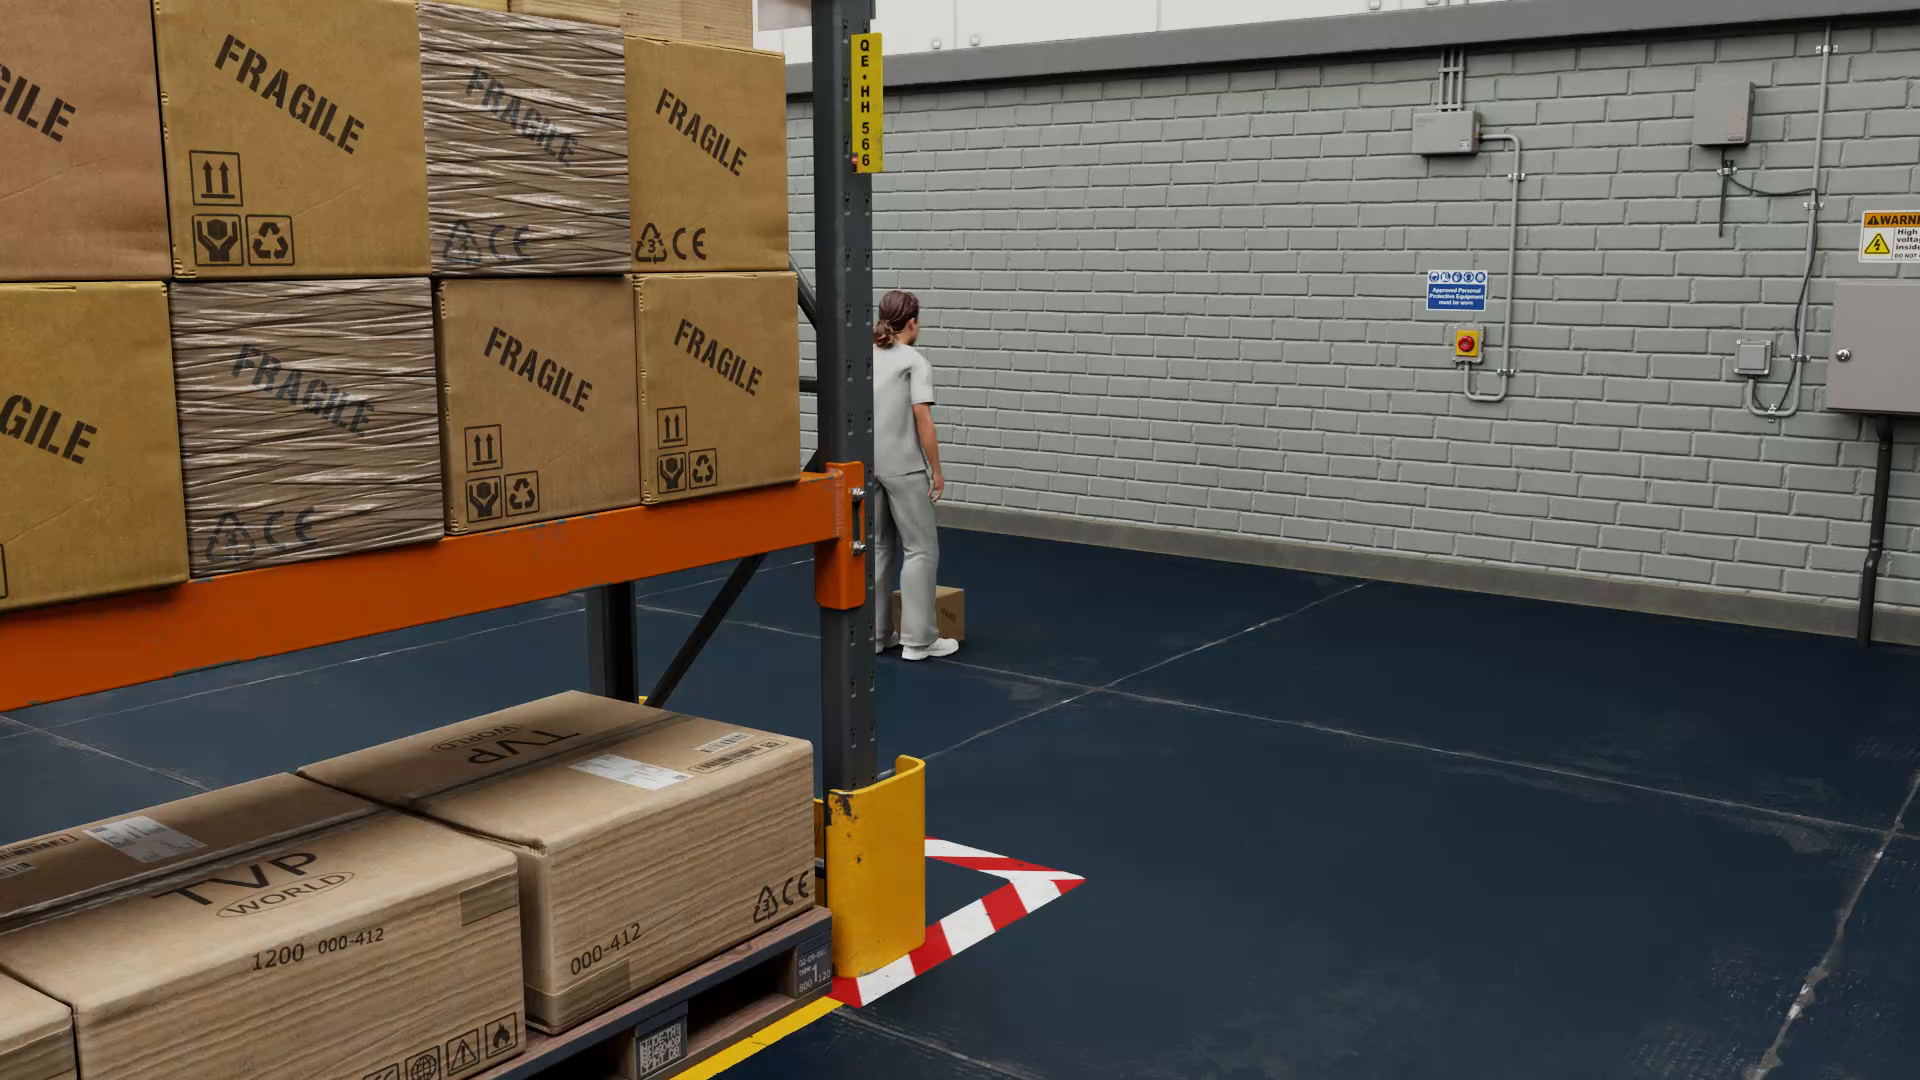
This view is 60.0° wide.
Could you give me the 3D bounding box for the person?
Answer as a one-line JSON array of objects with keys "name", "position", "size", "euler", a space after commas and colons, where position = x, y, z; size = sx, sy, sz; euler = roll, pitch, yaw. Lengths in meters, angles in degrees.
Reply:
[{"name": "person", "position": [-0.290, -0.299, 7.630], "size": [0.492, 1.669, 0.353], "euler": [7, 12, 35]}]
